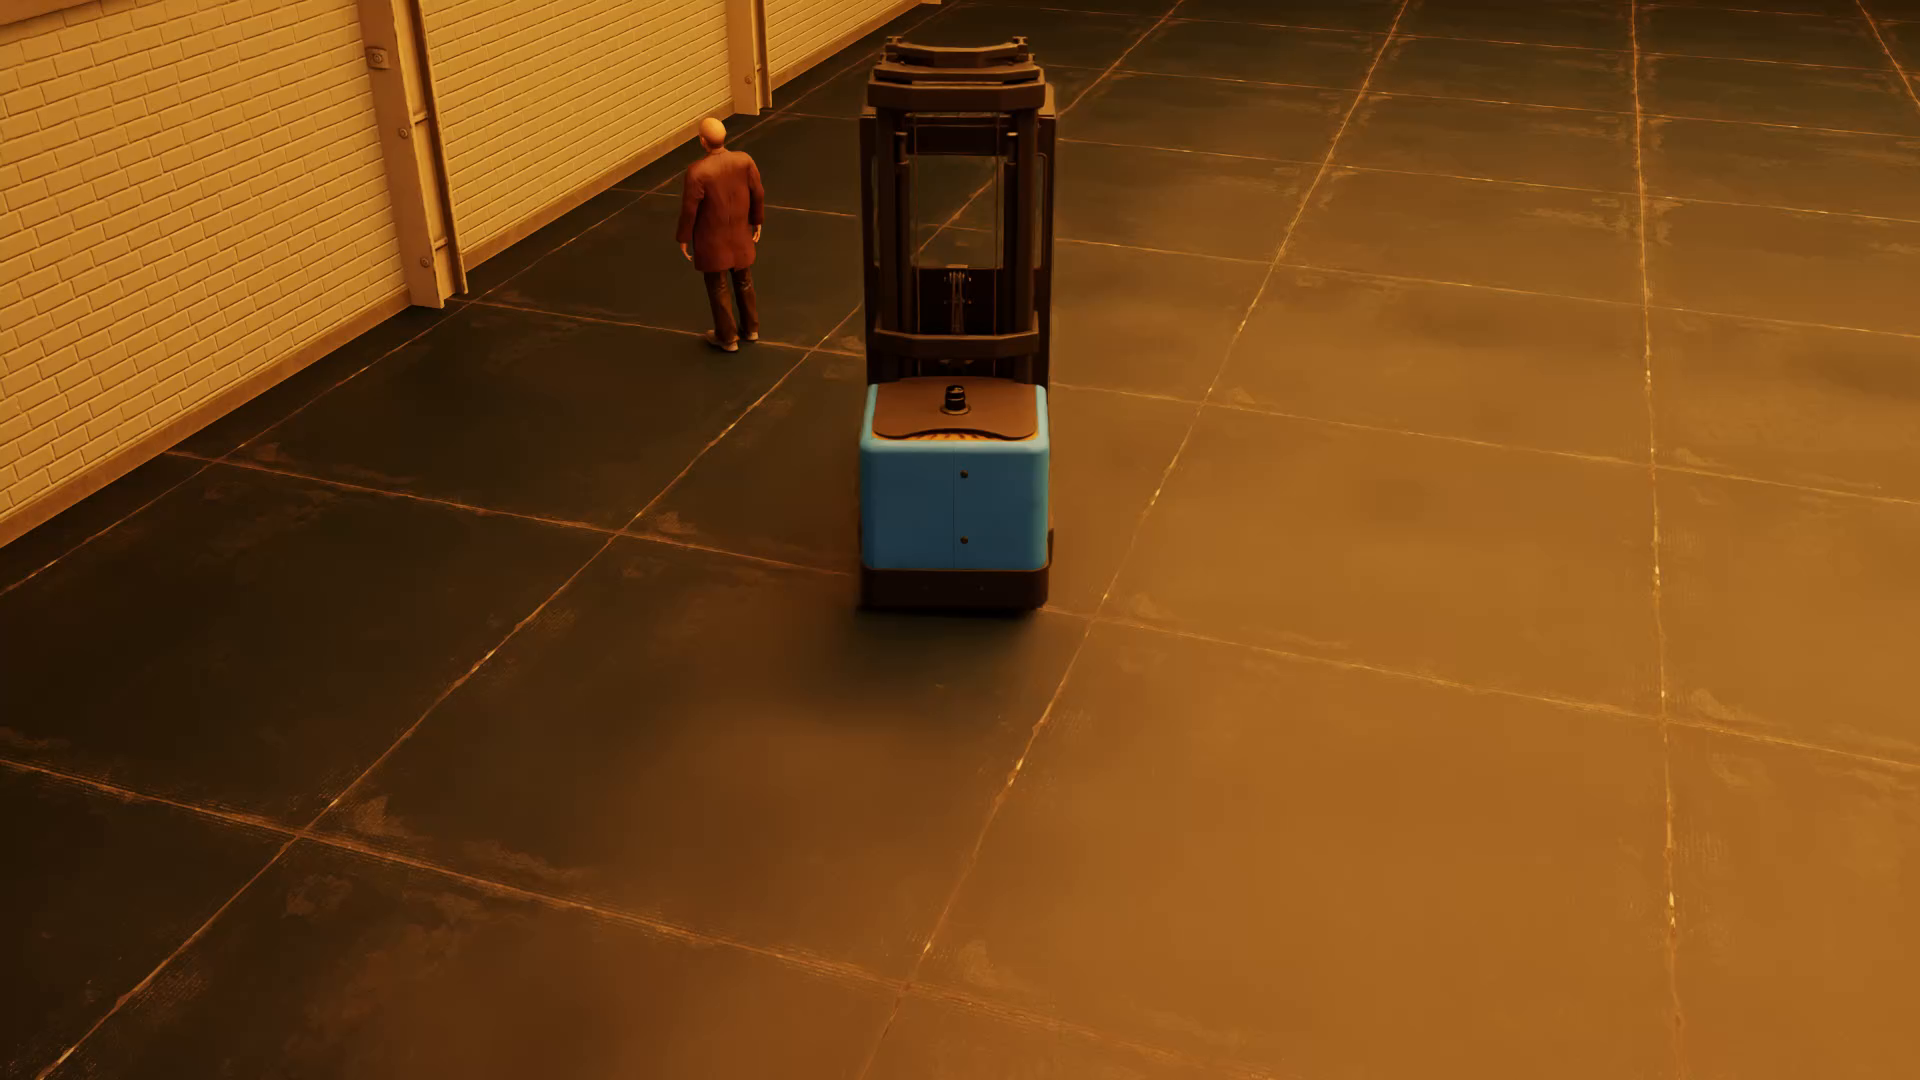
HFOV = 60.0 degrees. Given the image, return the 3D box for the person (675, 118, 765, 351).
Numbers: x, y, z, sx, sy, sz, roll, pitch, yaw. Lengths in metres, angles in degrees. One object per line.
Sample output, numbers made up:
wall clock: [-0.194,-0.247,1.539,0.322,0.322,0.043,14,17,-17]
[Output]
person: [-1.792,-2.273,12.275,0.694,1.775,0.582,-15,33,-25]

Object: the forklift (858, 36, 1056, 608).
forklift: [-0.009,-1.584,9.915,1.130,2.935,3.031,0,30,1]
